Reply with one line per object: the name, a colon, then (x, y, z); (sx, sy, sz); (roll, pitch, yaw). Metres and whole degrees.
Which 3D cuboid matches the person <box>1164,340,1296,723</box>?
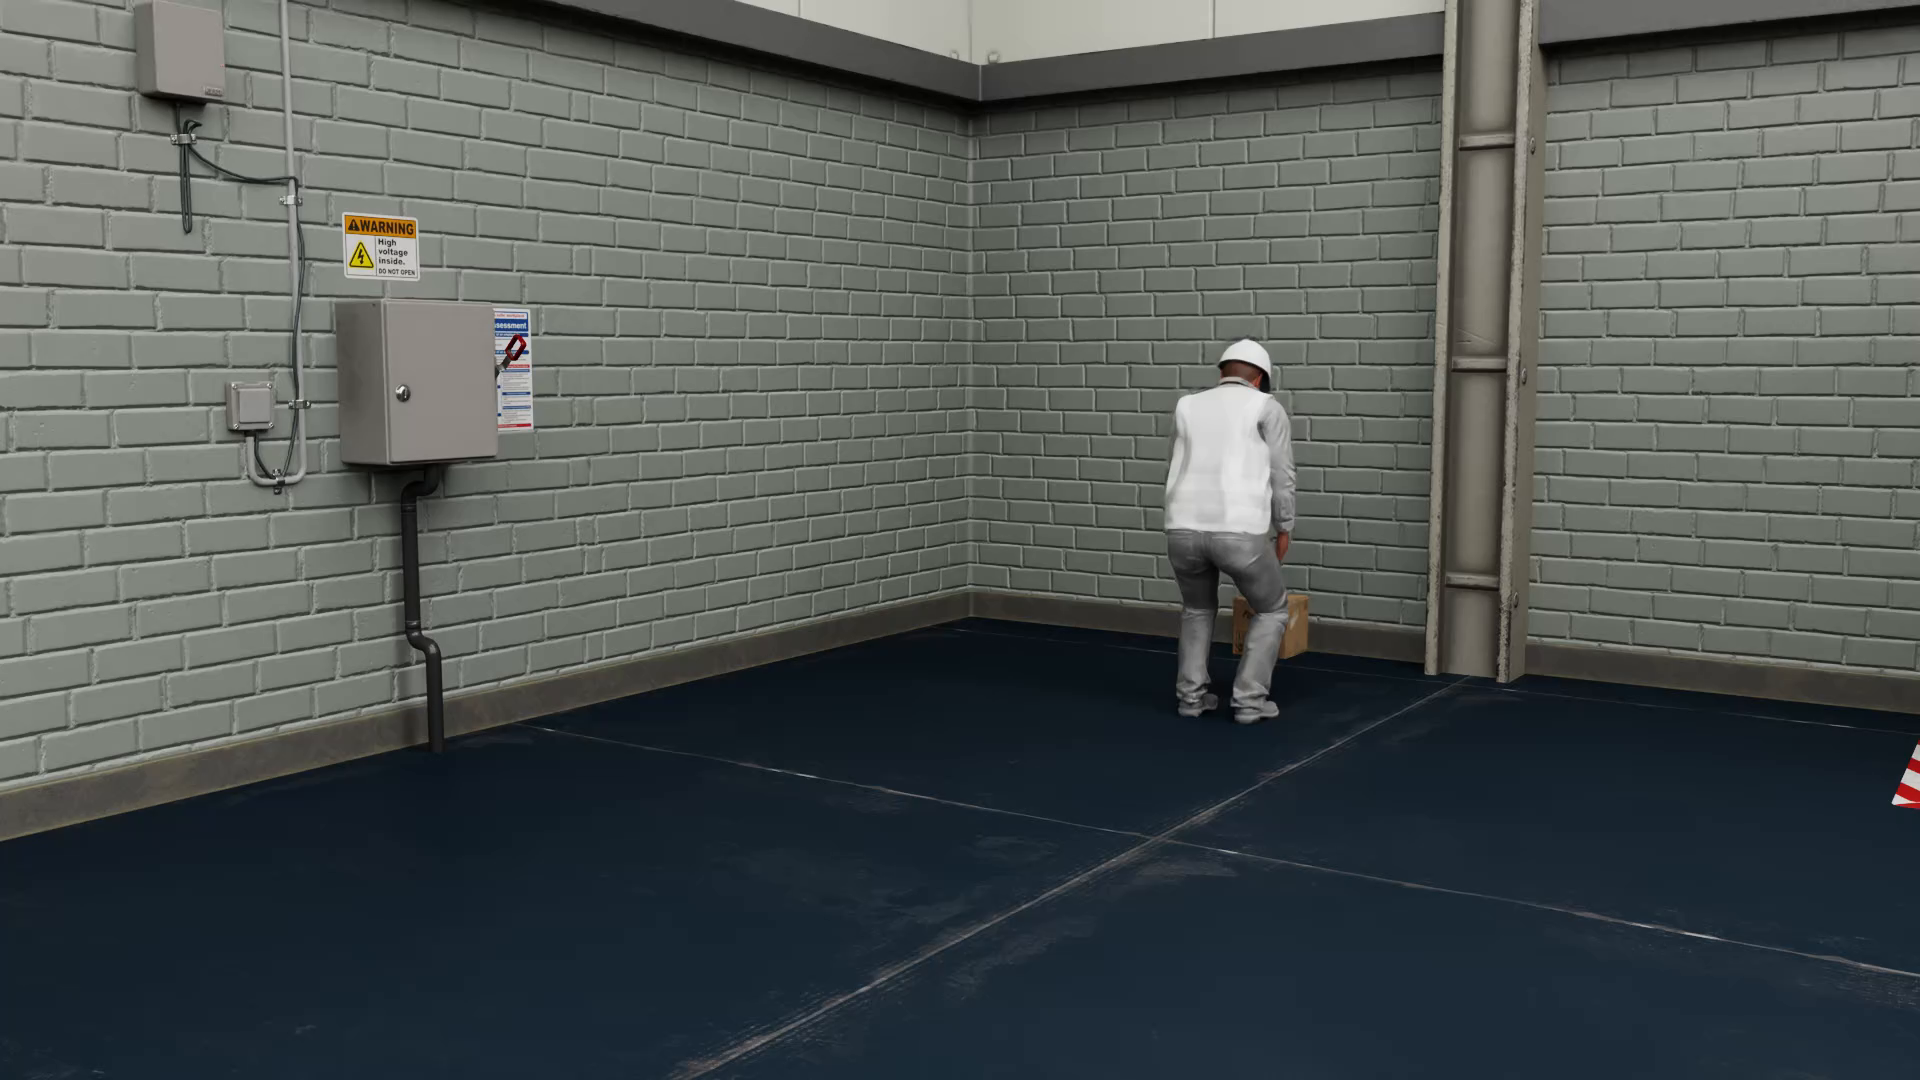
person: (1.111, -0.047, 6.990); (0.586, 1.584, 0.649); (4, 8, 34)
